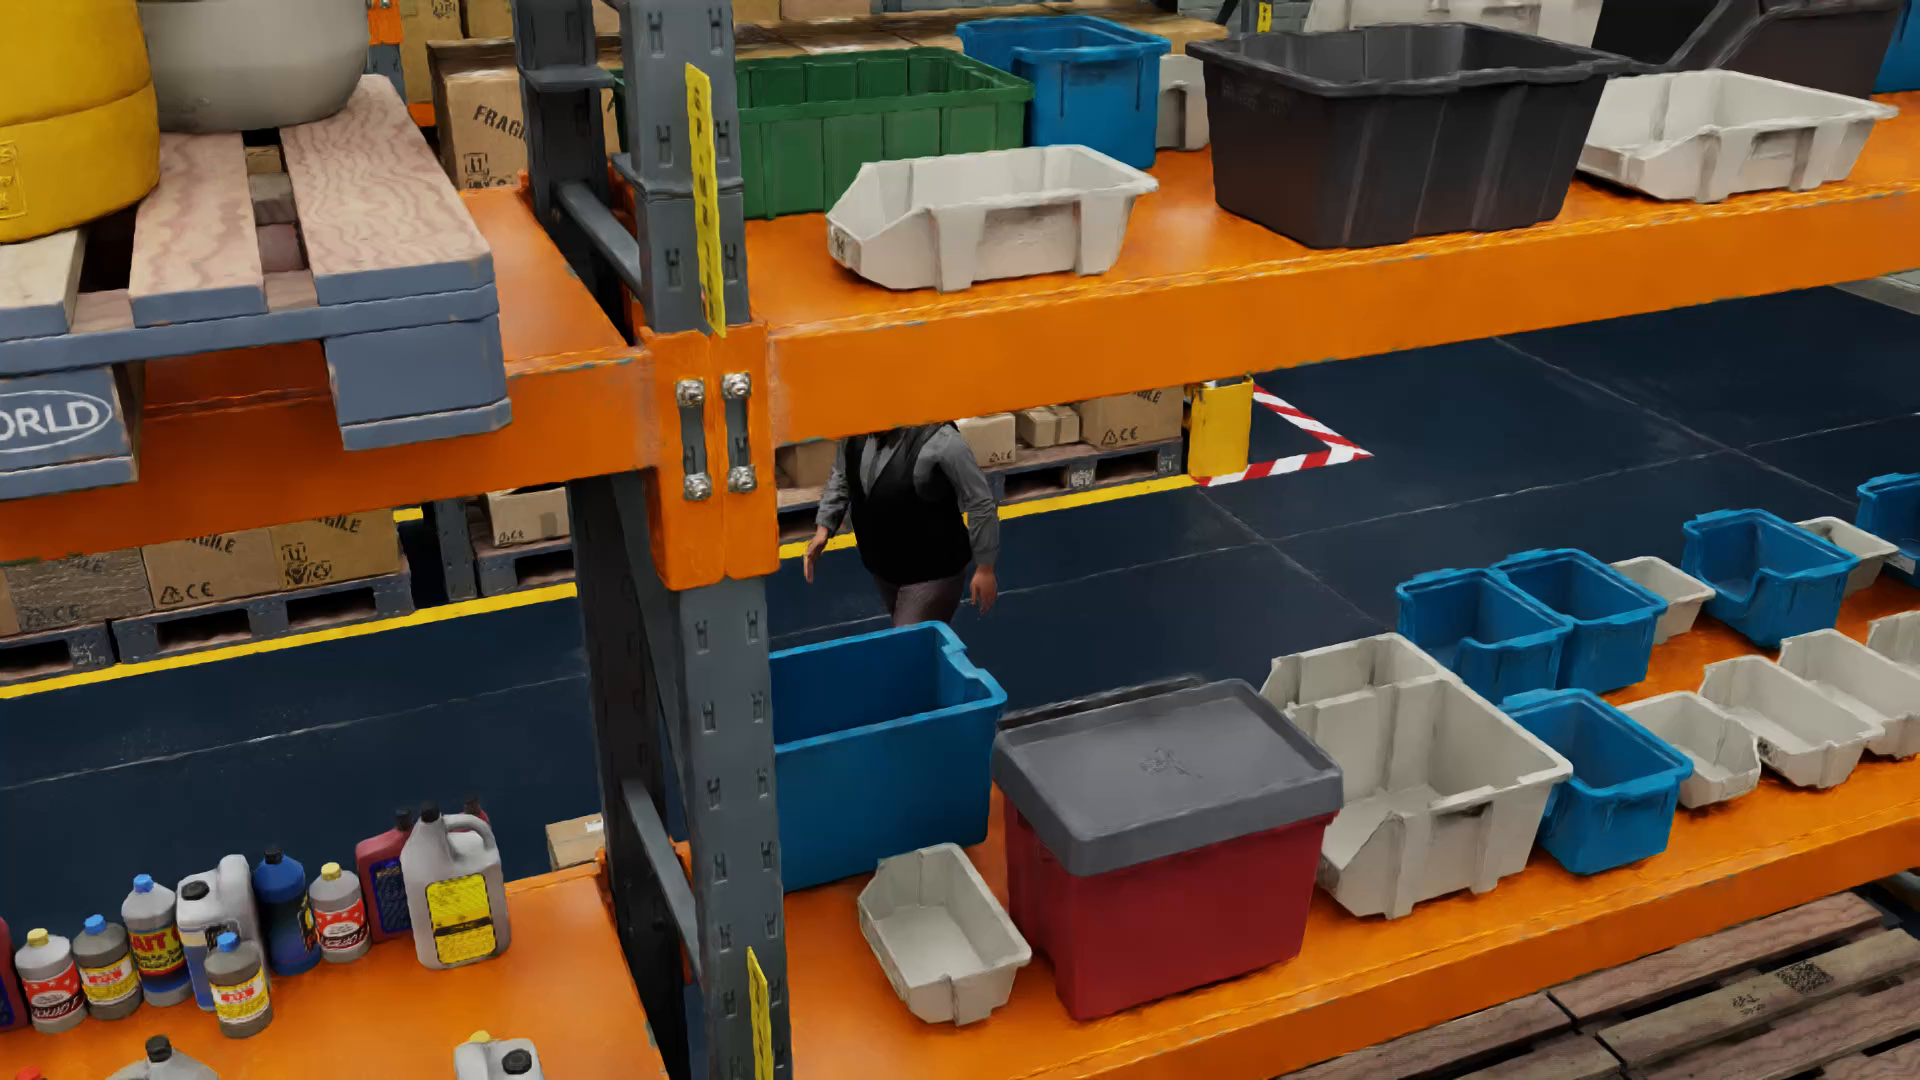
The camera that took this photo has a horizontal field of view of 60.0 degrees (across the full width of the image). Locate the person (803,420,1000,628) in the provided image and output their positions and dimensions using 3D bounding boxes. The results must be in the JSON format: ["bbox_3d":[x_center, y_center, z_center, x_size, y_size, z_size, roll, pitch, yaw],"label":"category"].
[{"bbox_3d":[-0.170,0.096,5.972,0.795,1.669,0.678,-20,32,-36],"label":"person"}]
